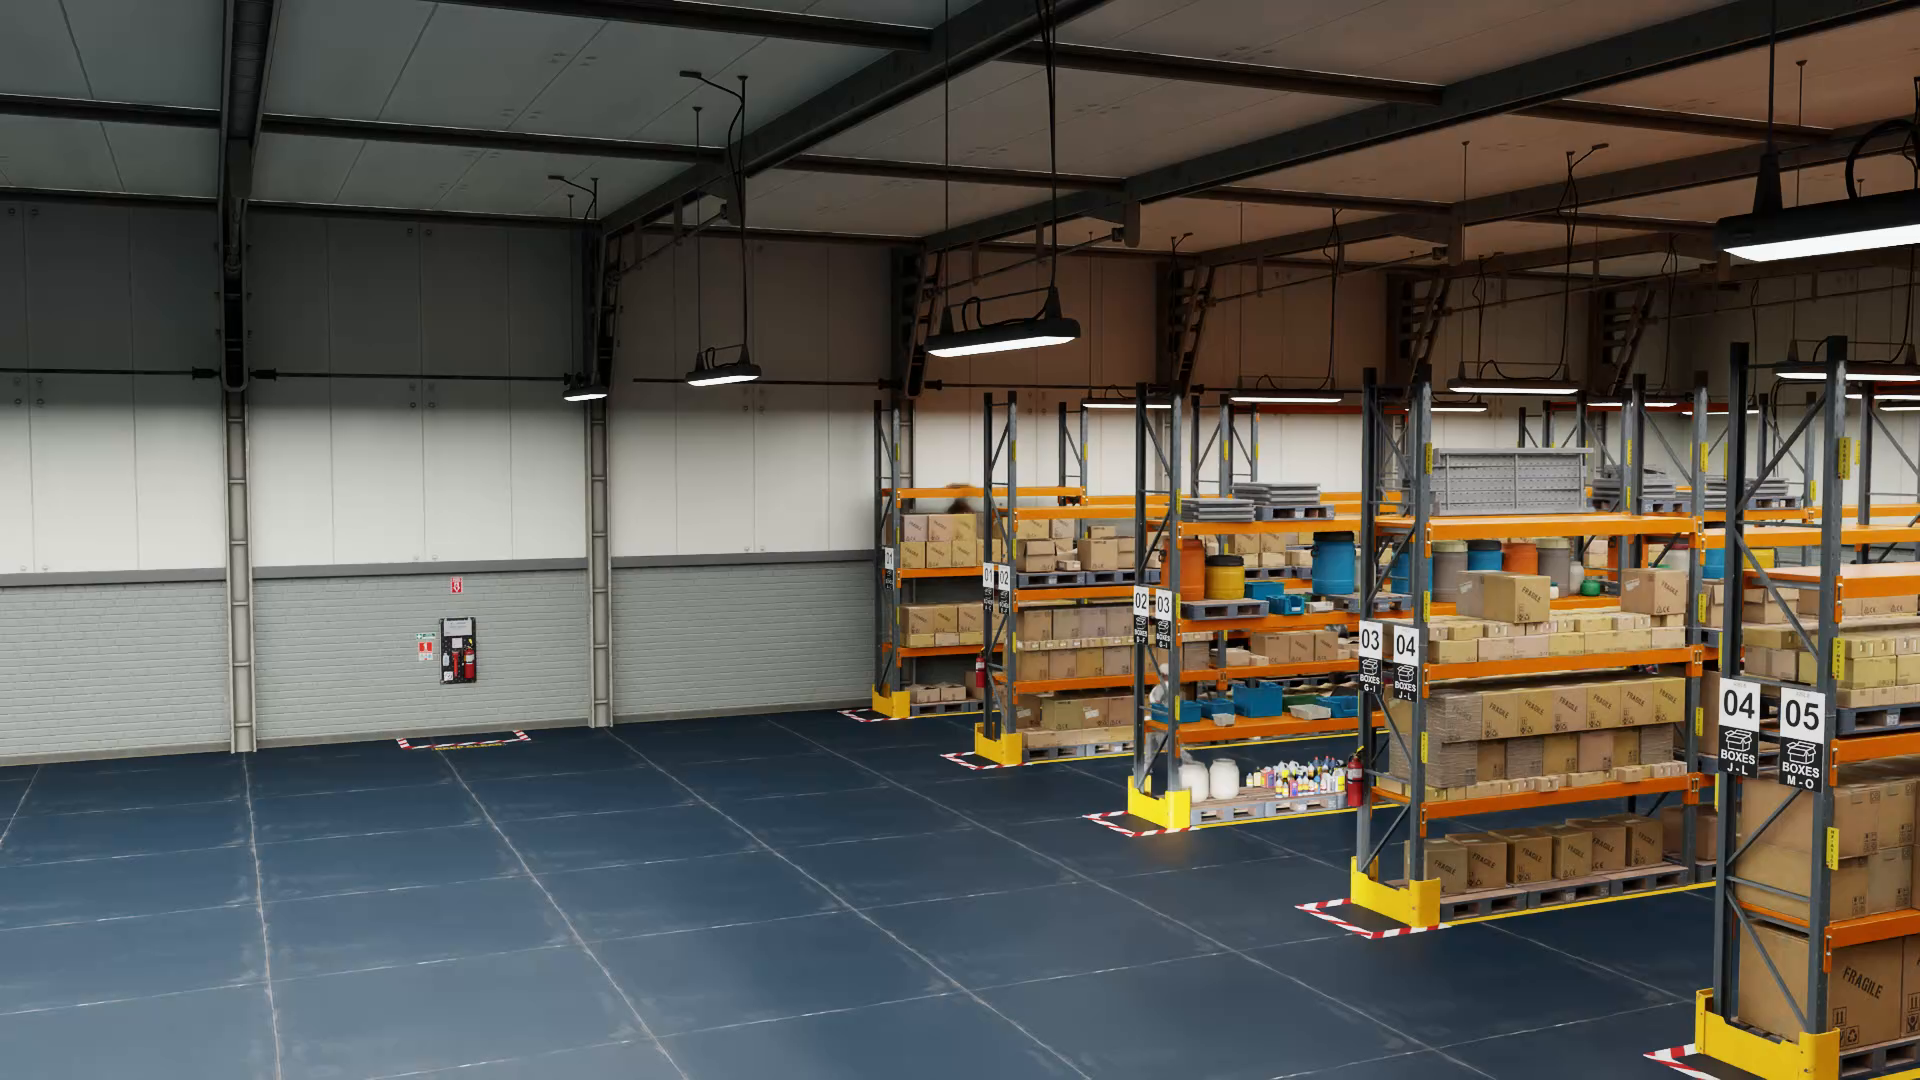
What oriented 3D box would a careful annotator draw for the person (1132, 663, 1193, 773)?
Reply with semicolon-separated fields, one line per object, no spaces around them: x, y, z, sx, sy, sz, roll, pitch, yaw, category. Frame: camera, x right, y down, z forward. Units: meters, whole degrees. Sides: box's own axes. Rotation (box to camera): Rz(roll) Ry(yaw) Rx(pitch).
3.162;2.775;25.839;0.919;1.745;0.513;0;3;-5;person

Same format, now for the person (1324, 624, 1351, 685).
7.732;2.324;34.087;0.594;1.725;0.452;0;3;1;person
